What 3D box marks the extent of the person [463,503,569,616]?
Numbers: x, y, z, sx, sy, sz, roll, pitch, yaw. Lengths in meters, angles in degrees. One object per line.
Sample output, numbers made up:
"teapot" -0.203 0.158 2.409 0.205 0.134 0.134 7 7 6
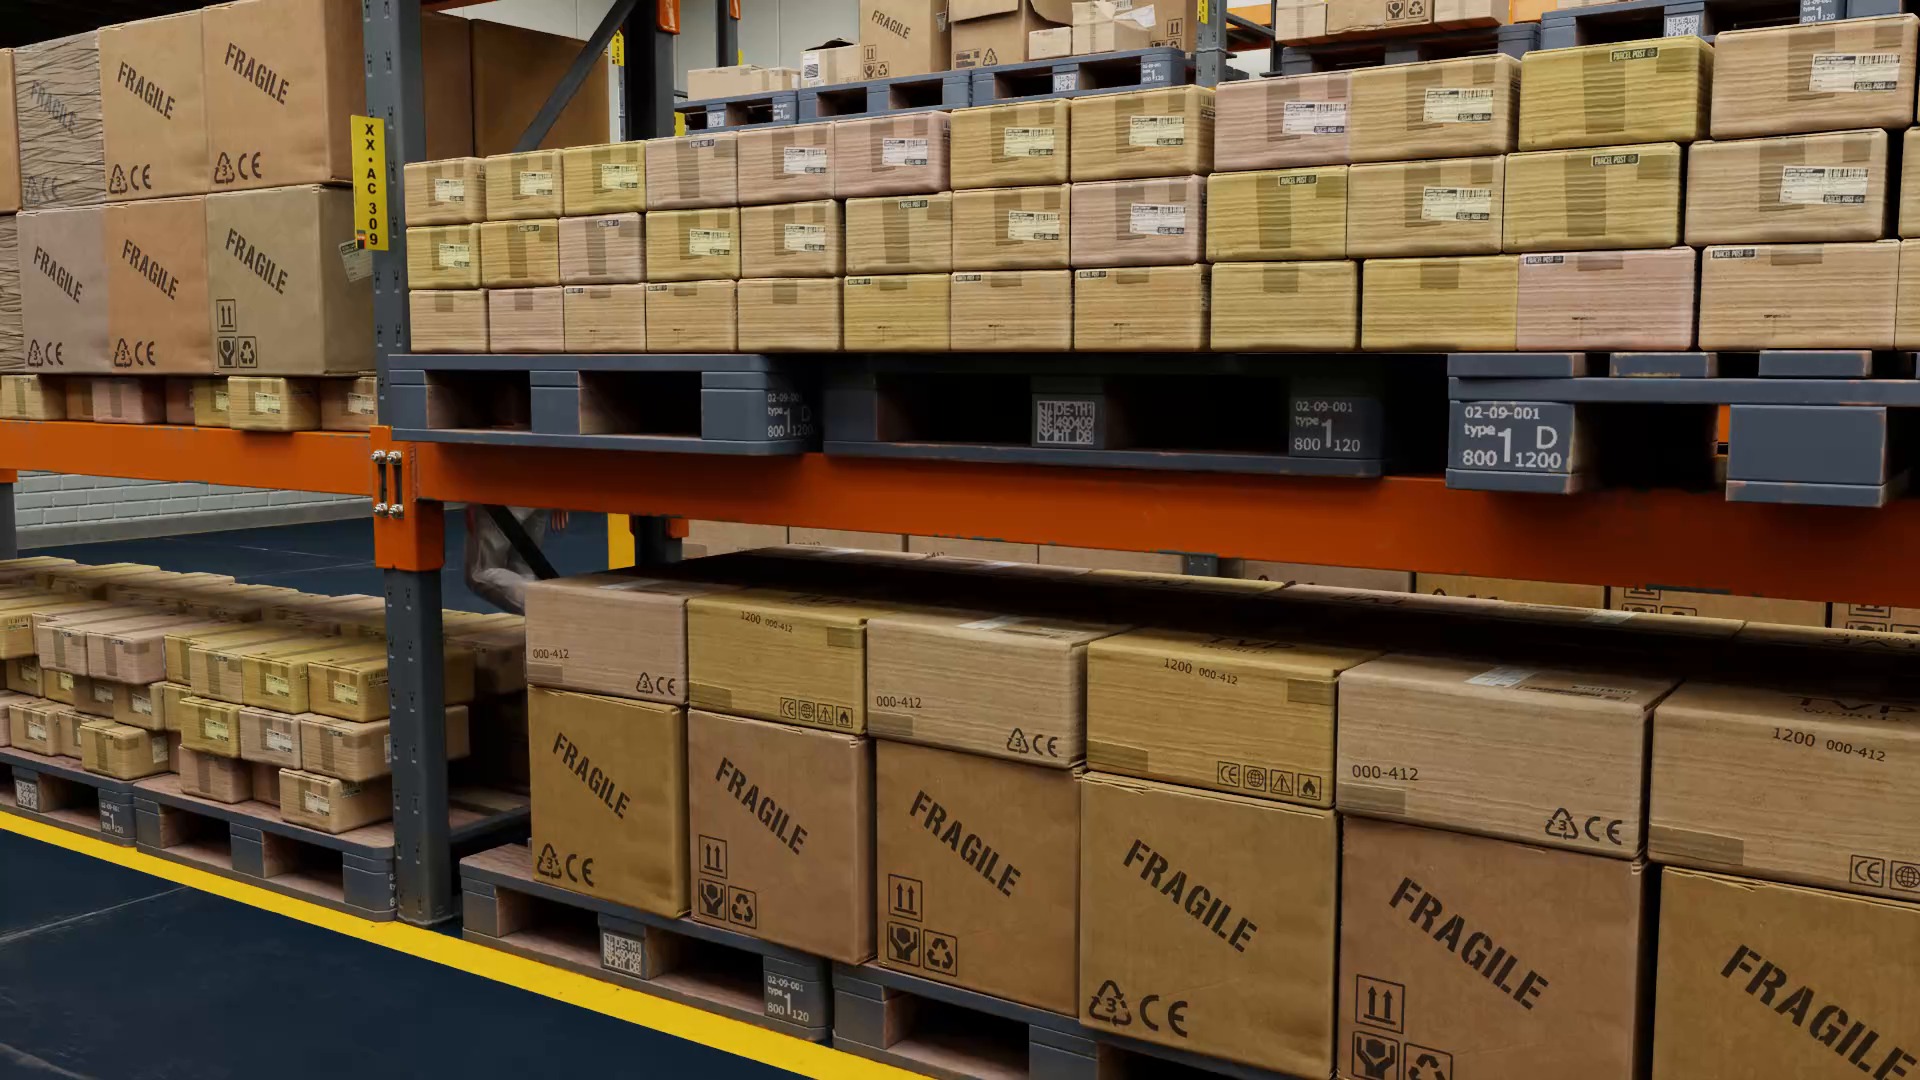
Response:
"person" -1.975 -0.224 7.511 0.641 1.753 0.580 3 7 24
